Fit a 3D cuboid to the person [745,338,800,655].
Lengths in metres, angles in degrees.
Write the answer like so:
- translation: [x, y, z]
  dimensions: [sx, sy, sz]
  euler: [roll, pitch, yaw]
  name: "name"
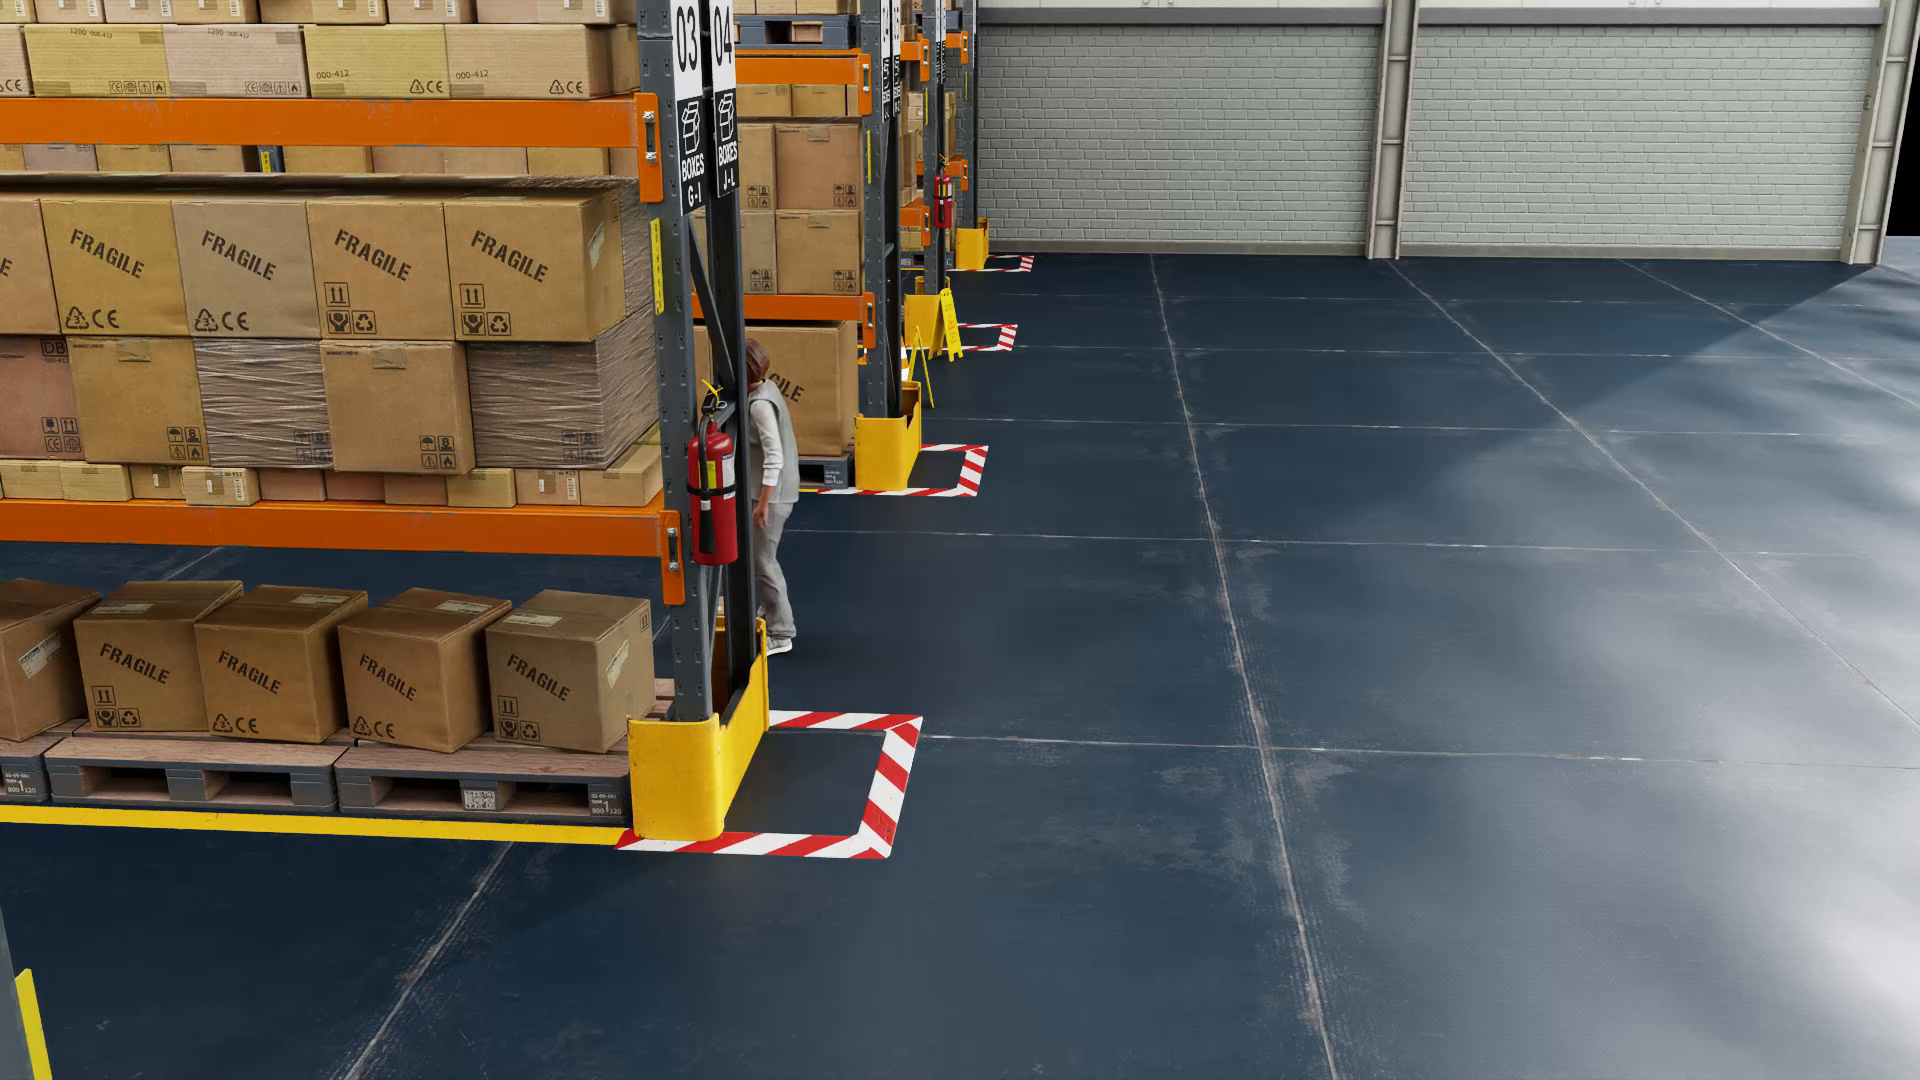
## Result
- translation: [-0.975, -0.215, 8.240]
  dimensions: [0.345, 1.593, 0.481]
  euler: [-4, 18, -13]
  name: "person"
